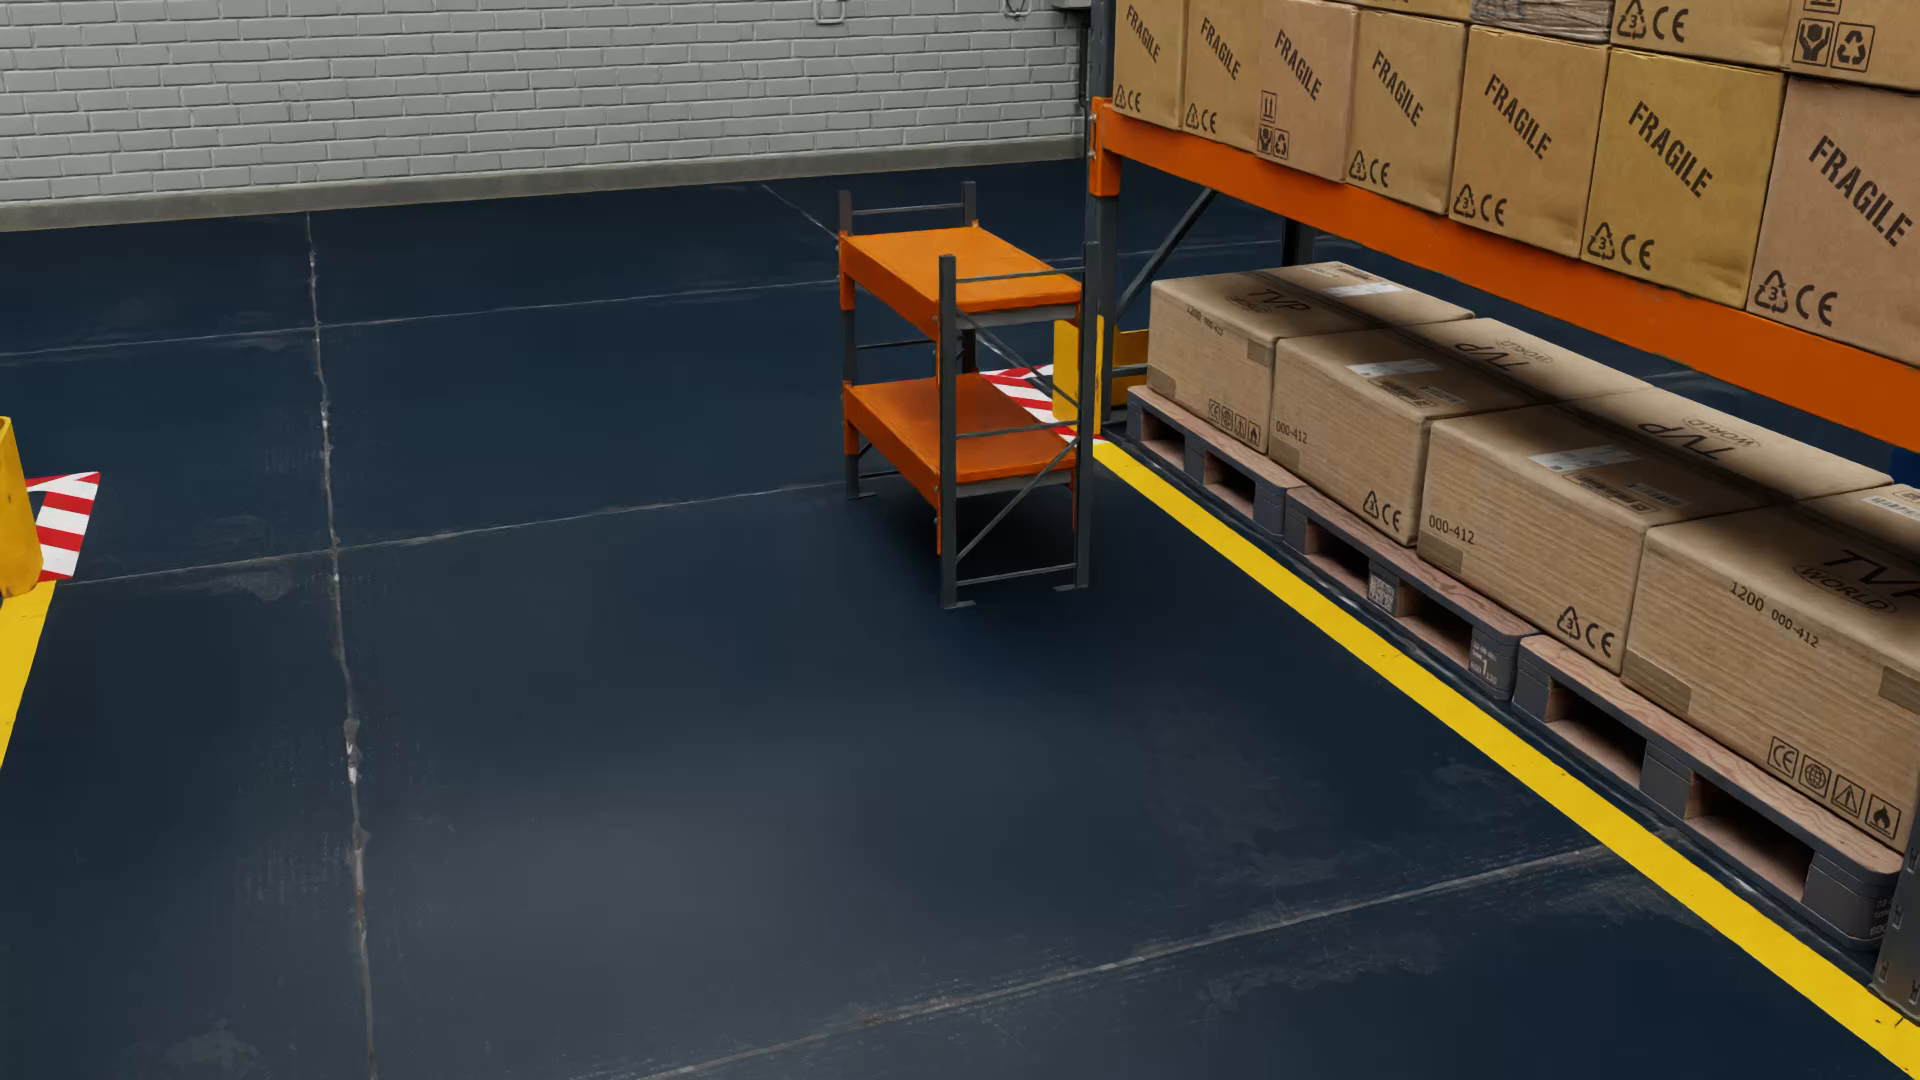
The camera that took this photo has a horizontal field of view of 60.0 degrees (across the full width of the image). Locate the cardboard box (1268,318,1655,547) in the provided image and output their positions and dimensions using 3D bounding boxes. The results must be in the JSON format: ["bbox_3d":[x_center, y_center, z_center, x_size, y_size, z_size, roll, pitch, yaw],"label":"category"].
[{"bbox_3d":[1.643,-0.389,5.568,0.875,0.438,0.875,-8,24,-18],"label":"cardboard box"}]

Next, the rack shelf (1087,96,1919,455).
[{"bbox_3d":[1.692,-0.875,4.890,1.077,0.370,4.000,-8,24,-19],"label":"rack shelf"}]

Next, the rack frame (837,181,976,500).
[{"bbox_3d":[-0.182,-0.706,5.976,0.500,1.125,0.032,-8,24,-19],"label":"rack frame"}]

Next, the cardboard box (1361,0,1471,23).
[{"bbox_3d":[1.444,-1.673,4.441,0.500,0.500,0.500,-8,24,-19],"label":"cardboard box"}]

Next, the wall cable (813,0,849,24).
[{"bbox_3d":[-1.028,-4.462,11.125,0.585,1.953,0.123,-8,24,-19],"label":"wall cable"}]

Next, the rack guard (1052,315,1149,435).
[{"bbox_3d":[0.977,-0.790,6.981,1.175,0.500,0.348,-8,24,-19],"label":"rack guard"}]

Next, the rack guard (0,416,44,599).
[{"bbox_3d":[-3.583,-0.038,5.196,1.175,0.500,0.348,-8,24,-19],"label":"rack guard"}]

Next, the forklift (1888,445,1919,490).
[{"bbox_3d":[4.292,-0.906,4.127,3.031,2.935,1.130,6,24,14],"label":"forklift"}]

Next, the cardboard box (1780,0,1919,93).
[{"bbox_3d":[1.974,-1.120,3.130,0.500,0.500,0.500,-9,24,-19],"label":"cardboard box"}]

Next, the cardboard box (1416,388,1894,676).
[{"bbox_3d":[1.960,-0.061,4.790,0.875,0.438,0.875,-9,25,-21],"label":"cardboard box"}]

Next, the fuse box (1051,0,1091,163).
[{"bbox_3d":[0.988,-3.620,12.137,0.539,1.711,0.414,-8,24,-19],"label":"fuse box"}]

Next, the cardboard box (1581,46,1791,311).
[{"bbox_3d":[1.809,-0.846,3.766,0.500,0.500,0.500,-9,24,-20],"label":"cardboard box"}]

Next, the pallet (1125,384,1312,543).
[{"bbox_3d":[1.341,-0.369,6.353,1.003,0.211,1.213,-8,24,-19],"label":"pallet"}]

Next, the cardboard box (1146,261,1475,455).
[{"bbox_3d":[1.312,-0.720,6.355,0.875,0.438,0.875,-9,25,-21],"label":"cardboard box"}]

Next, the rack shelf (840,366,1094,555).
[{"bbox_3d":[-0.002,-0.295,5.632,0.538,0.278,1.000,-8,24,-19],"label":"rack shelf"}]

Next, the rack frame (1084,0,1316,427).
[{"bbox_3d":[0.986,-1.933,6.475,1.000,3.000,0.127,-8,24,-19],"label":"rack frame"}]

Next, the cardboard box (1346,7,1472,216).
[{"bbox_3d":[1.447,-1.219,4.650,0.500,0.500,0.500,-8,24,-17],"label":"cardboard box"}]

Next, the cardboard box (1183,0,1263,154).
[{"bbox_3d":[1.091,-1.586,5.521,0.500,0.500,0.500,-9,24,-20],"label":"cardboard box"}]

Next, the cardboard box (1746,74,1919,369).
[{"bbox_3d":[1.996,-0.659,3.324,0.500,0.500,0.500,-8,24,-19],"label":"cardboard box"}]

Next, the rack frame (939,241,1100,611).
[{"bbox_3d":[0.177,-0.336,5.099,0.500,1.125,0.032,-8,24,-19],"label":"rack frame"}]

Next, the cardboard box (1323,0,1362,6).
[{"bbox_3d":[1.267,-1.854,4.870,0.500,0.500,0.500,-9,24,-19],"label":"cardboard box"}]

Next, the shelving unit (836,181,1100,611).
[{"bbox_3d":[-0.002,-0.521,5.537,0.538,1.125,1.048,-8,24,-19],"label":"shelving unit"}]

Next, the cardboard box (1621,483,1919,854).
[{"bbox_3d":[2.277,0.264,4.019,0.875,0.438,0.875,-9,24,-20],"label":"cardboard box"}]

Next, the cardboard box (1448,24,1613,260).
[{"bbox_3d":[1.617,-1.026,4.194,0.500,0.500,0.500,-9,24,-20],"label":"cardboard box"}]

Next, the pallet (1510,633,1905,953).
[{"bbox_3d":[2.203,0.518,4.249,1.003,0.211,1.213,-8,24,-19],"label":"pallet"}]

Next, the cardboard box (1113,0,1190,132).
[{"bbox_3d":[0.886,-1.766,5.948,0.500,0.500,0.500,-9,24,-19],"label":"cardboard box"}]

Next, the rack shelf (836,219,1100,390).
[{"bbox_3d":[-0.002,-0.791,5.424,0.538,0.278,1.000,-8,24,-19],"label":"rack shelf"}]

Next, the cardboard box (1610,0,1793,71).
[{"bbox_3d":[1.802,-1.306,3.570,0.500,0.500,0.500,-9,24,-20],"label":"cardboard box"}]

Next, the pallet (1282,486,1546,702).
[{"bbox_3d":[1.768,0.074,5.303,1.003,0.211,1.213,-8,24,-19],"label":"pallet"}]

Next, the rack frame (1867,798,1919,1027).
[{"bbox_3d":[2.399,-0.480,3.027,1.000,3.000,0.127,-8,24,-19],"label":"rack frame"}]

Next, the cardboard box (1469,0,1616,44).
[{"bbox_3d":[1.613,-1.489,4.006,0.500,0.500,0.500,-8,24,-18],"label":"cardboard box"}]

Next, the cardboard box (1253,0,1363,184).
[{"bbox_3d":[1.254,-1.398,5.077,0.500,0.500,0.500,-8,24,-19],"label":"cardboard box"}]

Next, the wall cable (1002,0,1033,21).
[{"bbox_3d":[0.294,-4.646,11.603,0.588,1.984,0.122,-8,24,-19],"label":"wall cable"}]
